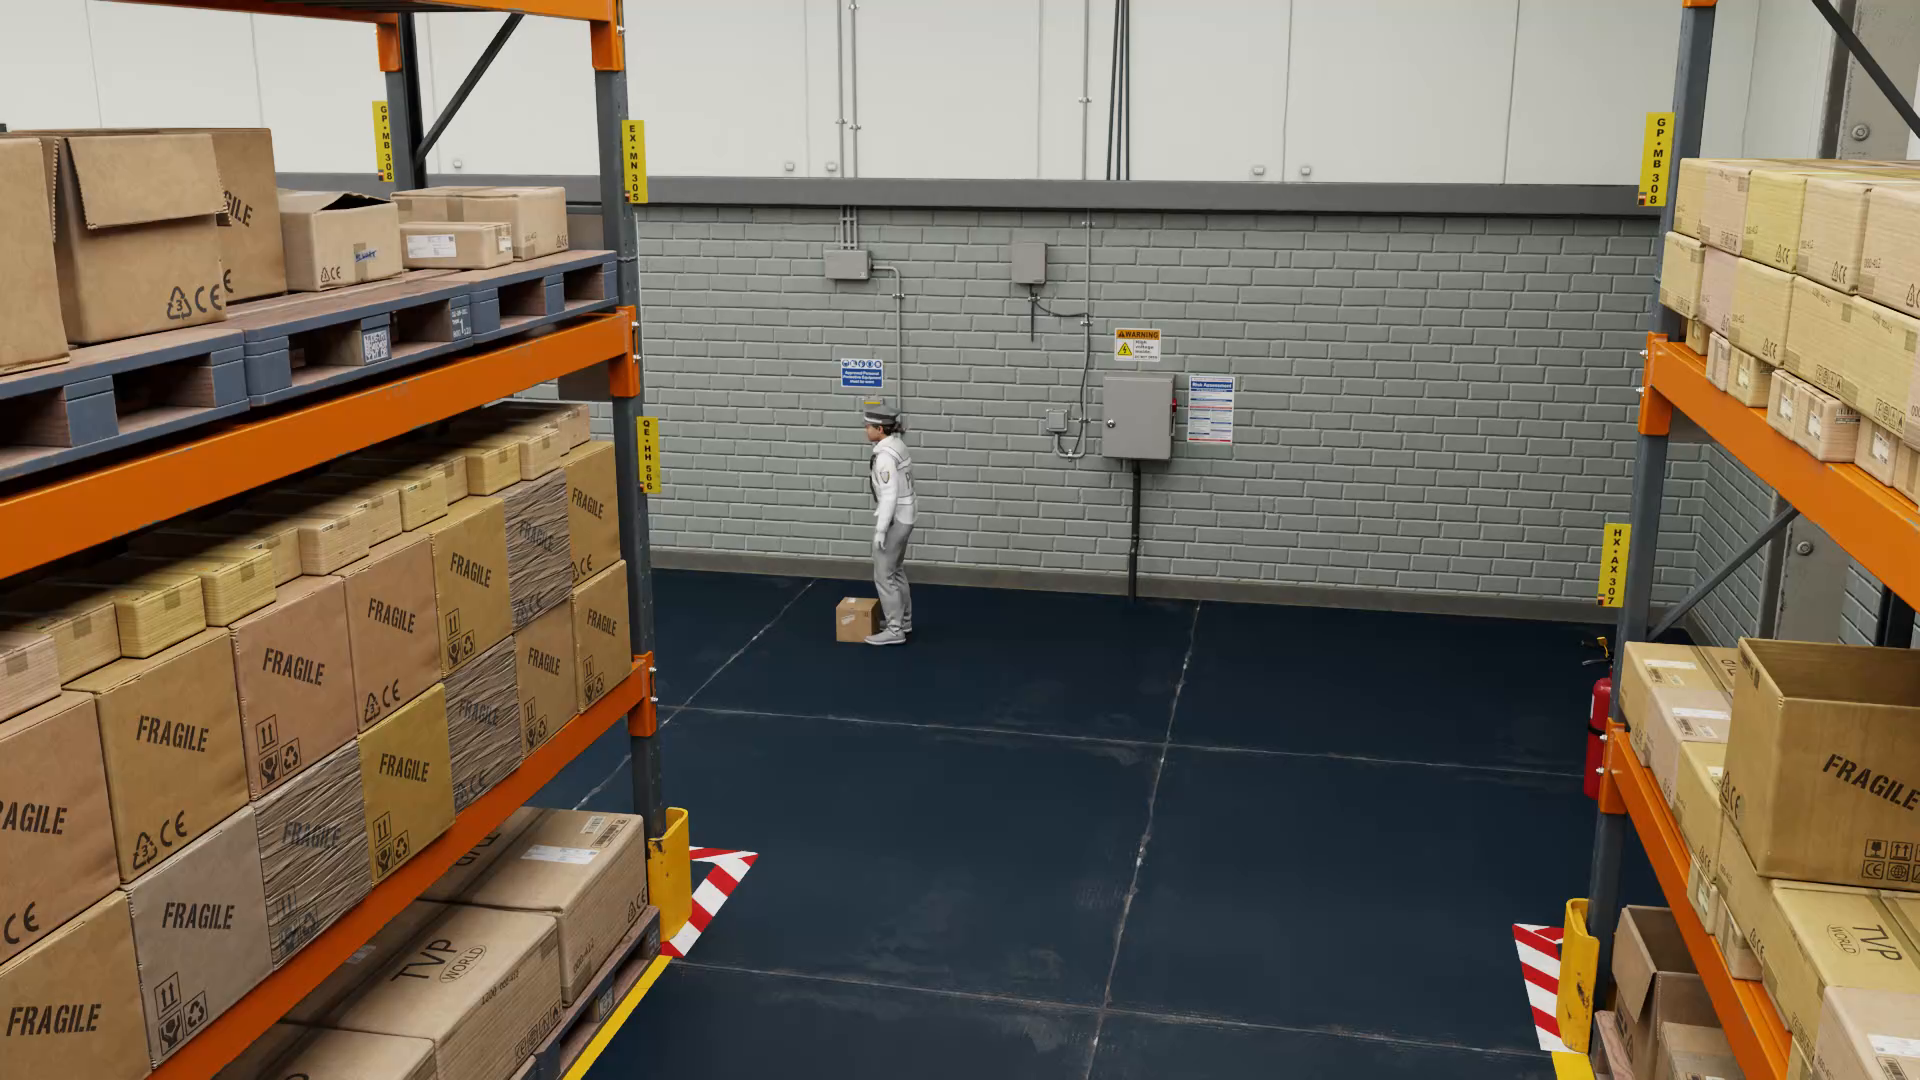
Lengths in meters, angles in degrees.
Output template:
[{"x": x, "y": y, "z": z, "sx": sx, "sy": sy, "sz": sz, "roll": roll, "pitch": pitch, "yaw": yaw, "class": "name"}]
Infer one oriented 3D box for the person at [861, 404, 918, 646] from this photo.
[{"x": -0.479, "y": -0.111, "z": 11.419, "sx": 0.371, "sy": 1.666, "sz": 0.547, "roll": 2, "pitch": 15, "yaw": 8, "class": "person"}]
